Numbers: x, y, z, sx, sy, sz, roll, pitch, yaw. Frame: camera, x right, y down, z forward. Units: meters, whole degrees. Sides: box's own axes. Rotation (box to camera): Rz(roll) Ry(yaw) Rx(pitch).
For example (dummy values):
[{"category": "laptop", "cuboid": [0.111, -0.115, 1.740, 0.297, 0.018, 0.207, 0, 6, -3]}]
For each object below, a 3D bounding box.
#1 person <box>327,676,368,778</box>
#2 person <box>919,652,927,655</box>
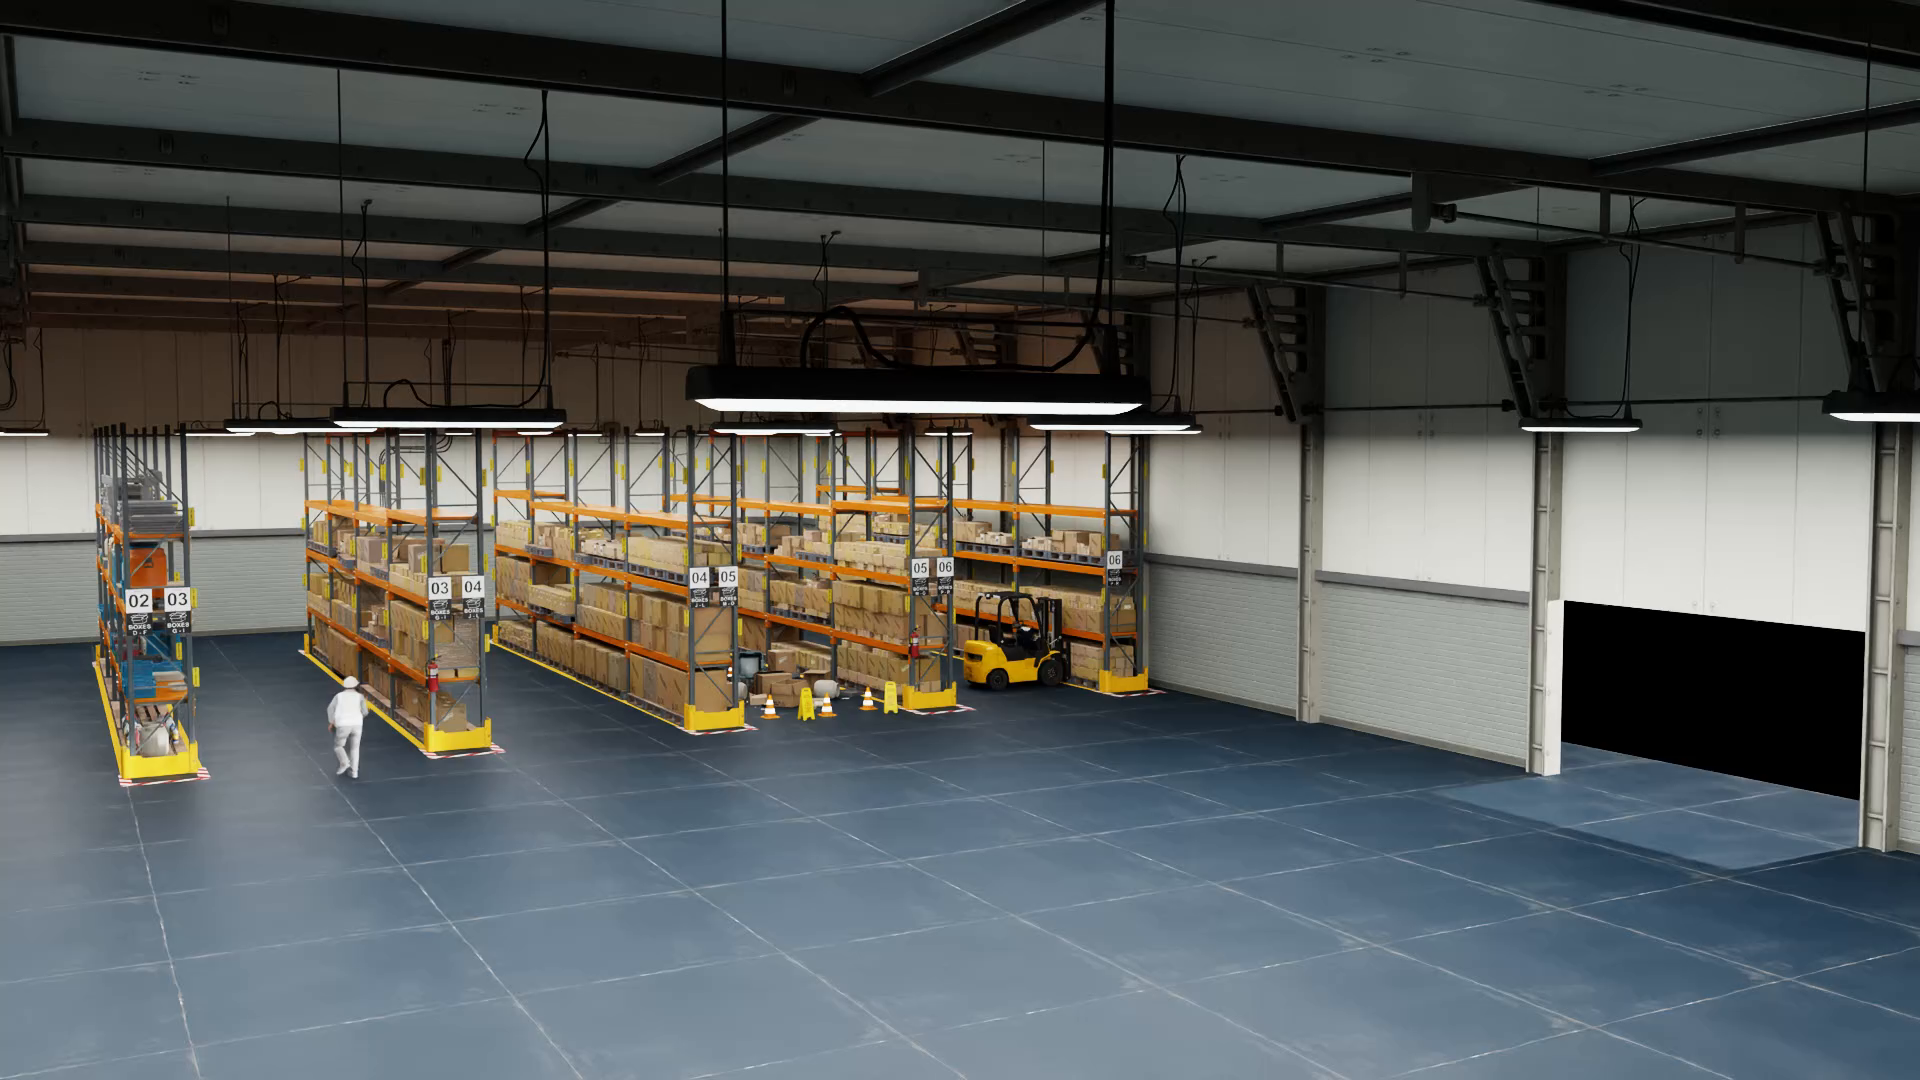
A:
[{"category": "person", "cuboid": [-10.442, 3.176, 28.384, 0.667, 1.666, 0.734, -2, 4, -28]}, {"category": "person", "cuboid": [-0.969, 2.439, 39.616, 0.604, 1.796, 0.527, -2, 4, -34]}]
